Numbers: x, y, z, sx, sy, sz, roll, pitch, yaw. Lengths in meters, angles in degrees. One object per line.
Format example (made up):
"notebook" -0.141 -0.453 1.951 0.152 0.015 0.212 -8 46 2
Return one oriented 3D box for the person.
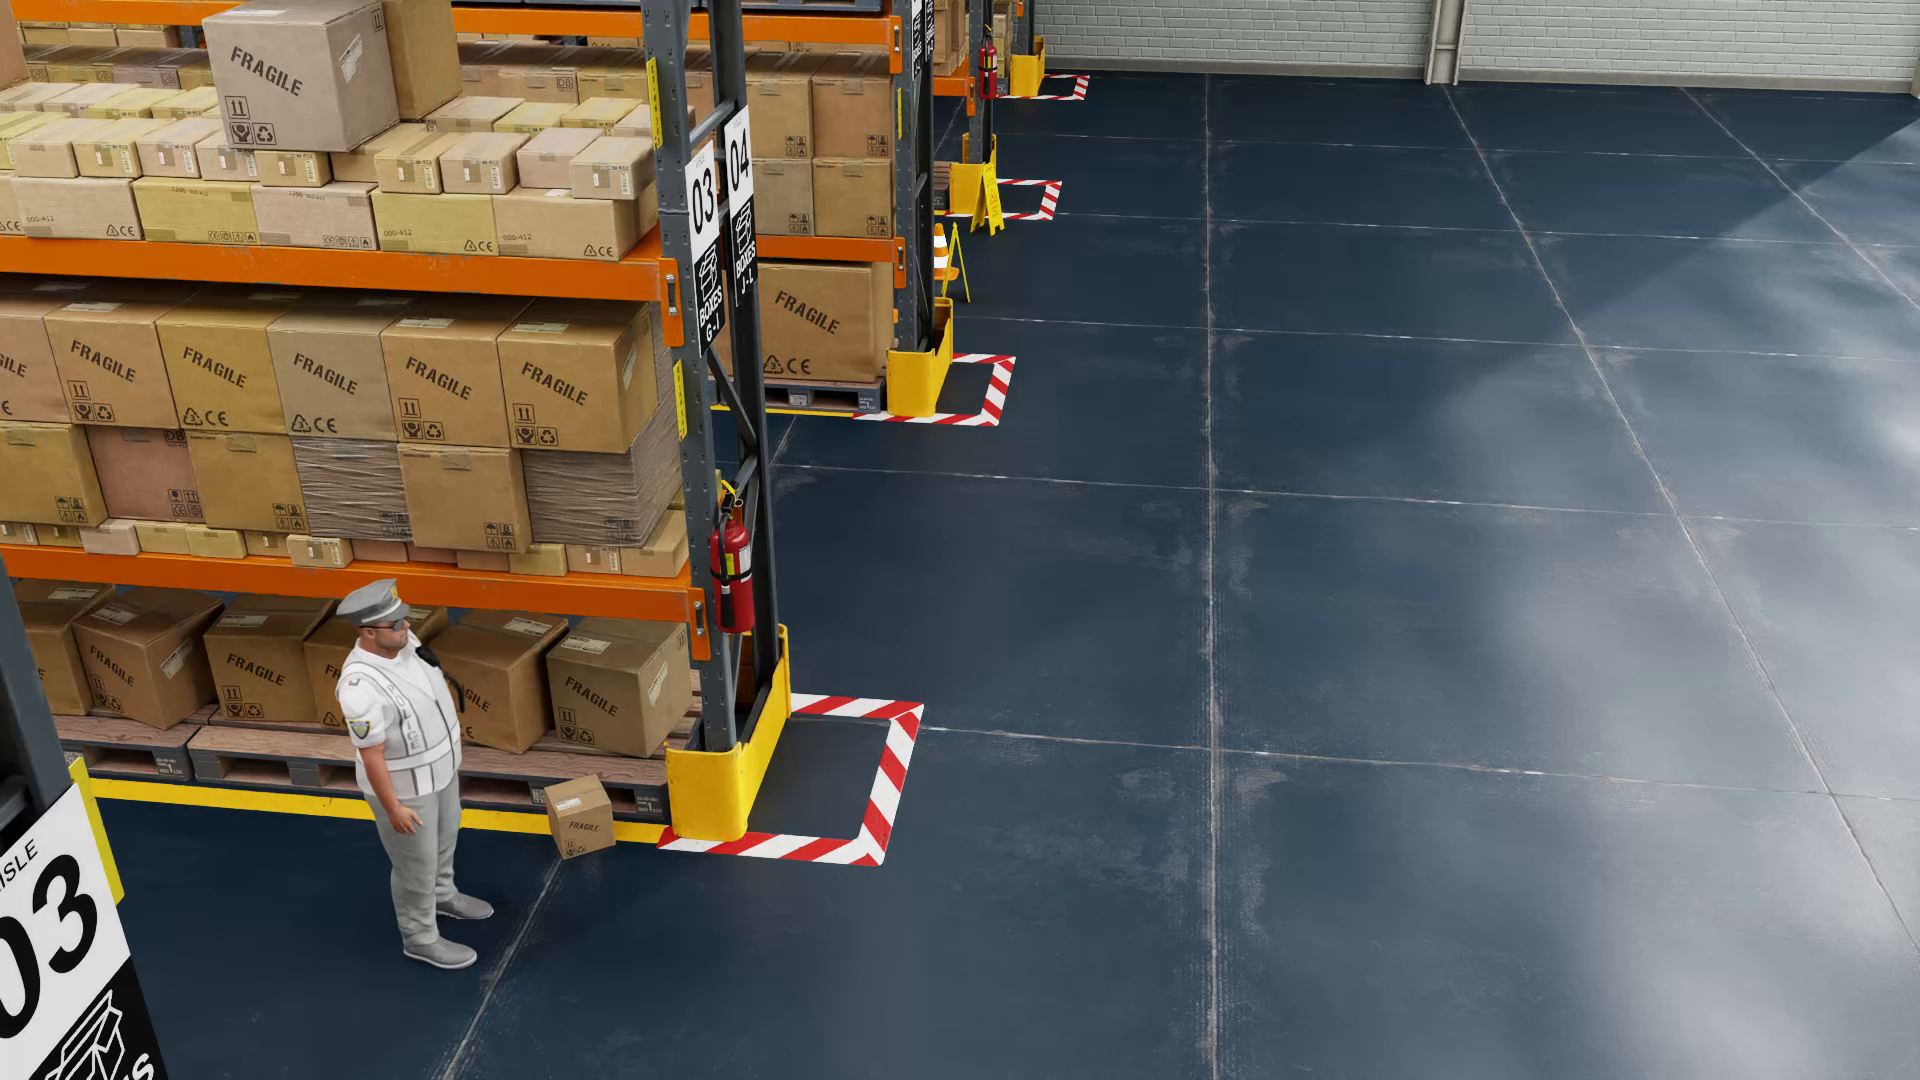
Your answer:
"person" -2.236 0.960 6.825 0.393 1.791 0.533 4 28 7
